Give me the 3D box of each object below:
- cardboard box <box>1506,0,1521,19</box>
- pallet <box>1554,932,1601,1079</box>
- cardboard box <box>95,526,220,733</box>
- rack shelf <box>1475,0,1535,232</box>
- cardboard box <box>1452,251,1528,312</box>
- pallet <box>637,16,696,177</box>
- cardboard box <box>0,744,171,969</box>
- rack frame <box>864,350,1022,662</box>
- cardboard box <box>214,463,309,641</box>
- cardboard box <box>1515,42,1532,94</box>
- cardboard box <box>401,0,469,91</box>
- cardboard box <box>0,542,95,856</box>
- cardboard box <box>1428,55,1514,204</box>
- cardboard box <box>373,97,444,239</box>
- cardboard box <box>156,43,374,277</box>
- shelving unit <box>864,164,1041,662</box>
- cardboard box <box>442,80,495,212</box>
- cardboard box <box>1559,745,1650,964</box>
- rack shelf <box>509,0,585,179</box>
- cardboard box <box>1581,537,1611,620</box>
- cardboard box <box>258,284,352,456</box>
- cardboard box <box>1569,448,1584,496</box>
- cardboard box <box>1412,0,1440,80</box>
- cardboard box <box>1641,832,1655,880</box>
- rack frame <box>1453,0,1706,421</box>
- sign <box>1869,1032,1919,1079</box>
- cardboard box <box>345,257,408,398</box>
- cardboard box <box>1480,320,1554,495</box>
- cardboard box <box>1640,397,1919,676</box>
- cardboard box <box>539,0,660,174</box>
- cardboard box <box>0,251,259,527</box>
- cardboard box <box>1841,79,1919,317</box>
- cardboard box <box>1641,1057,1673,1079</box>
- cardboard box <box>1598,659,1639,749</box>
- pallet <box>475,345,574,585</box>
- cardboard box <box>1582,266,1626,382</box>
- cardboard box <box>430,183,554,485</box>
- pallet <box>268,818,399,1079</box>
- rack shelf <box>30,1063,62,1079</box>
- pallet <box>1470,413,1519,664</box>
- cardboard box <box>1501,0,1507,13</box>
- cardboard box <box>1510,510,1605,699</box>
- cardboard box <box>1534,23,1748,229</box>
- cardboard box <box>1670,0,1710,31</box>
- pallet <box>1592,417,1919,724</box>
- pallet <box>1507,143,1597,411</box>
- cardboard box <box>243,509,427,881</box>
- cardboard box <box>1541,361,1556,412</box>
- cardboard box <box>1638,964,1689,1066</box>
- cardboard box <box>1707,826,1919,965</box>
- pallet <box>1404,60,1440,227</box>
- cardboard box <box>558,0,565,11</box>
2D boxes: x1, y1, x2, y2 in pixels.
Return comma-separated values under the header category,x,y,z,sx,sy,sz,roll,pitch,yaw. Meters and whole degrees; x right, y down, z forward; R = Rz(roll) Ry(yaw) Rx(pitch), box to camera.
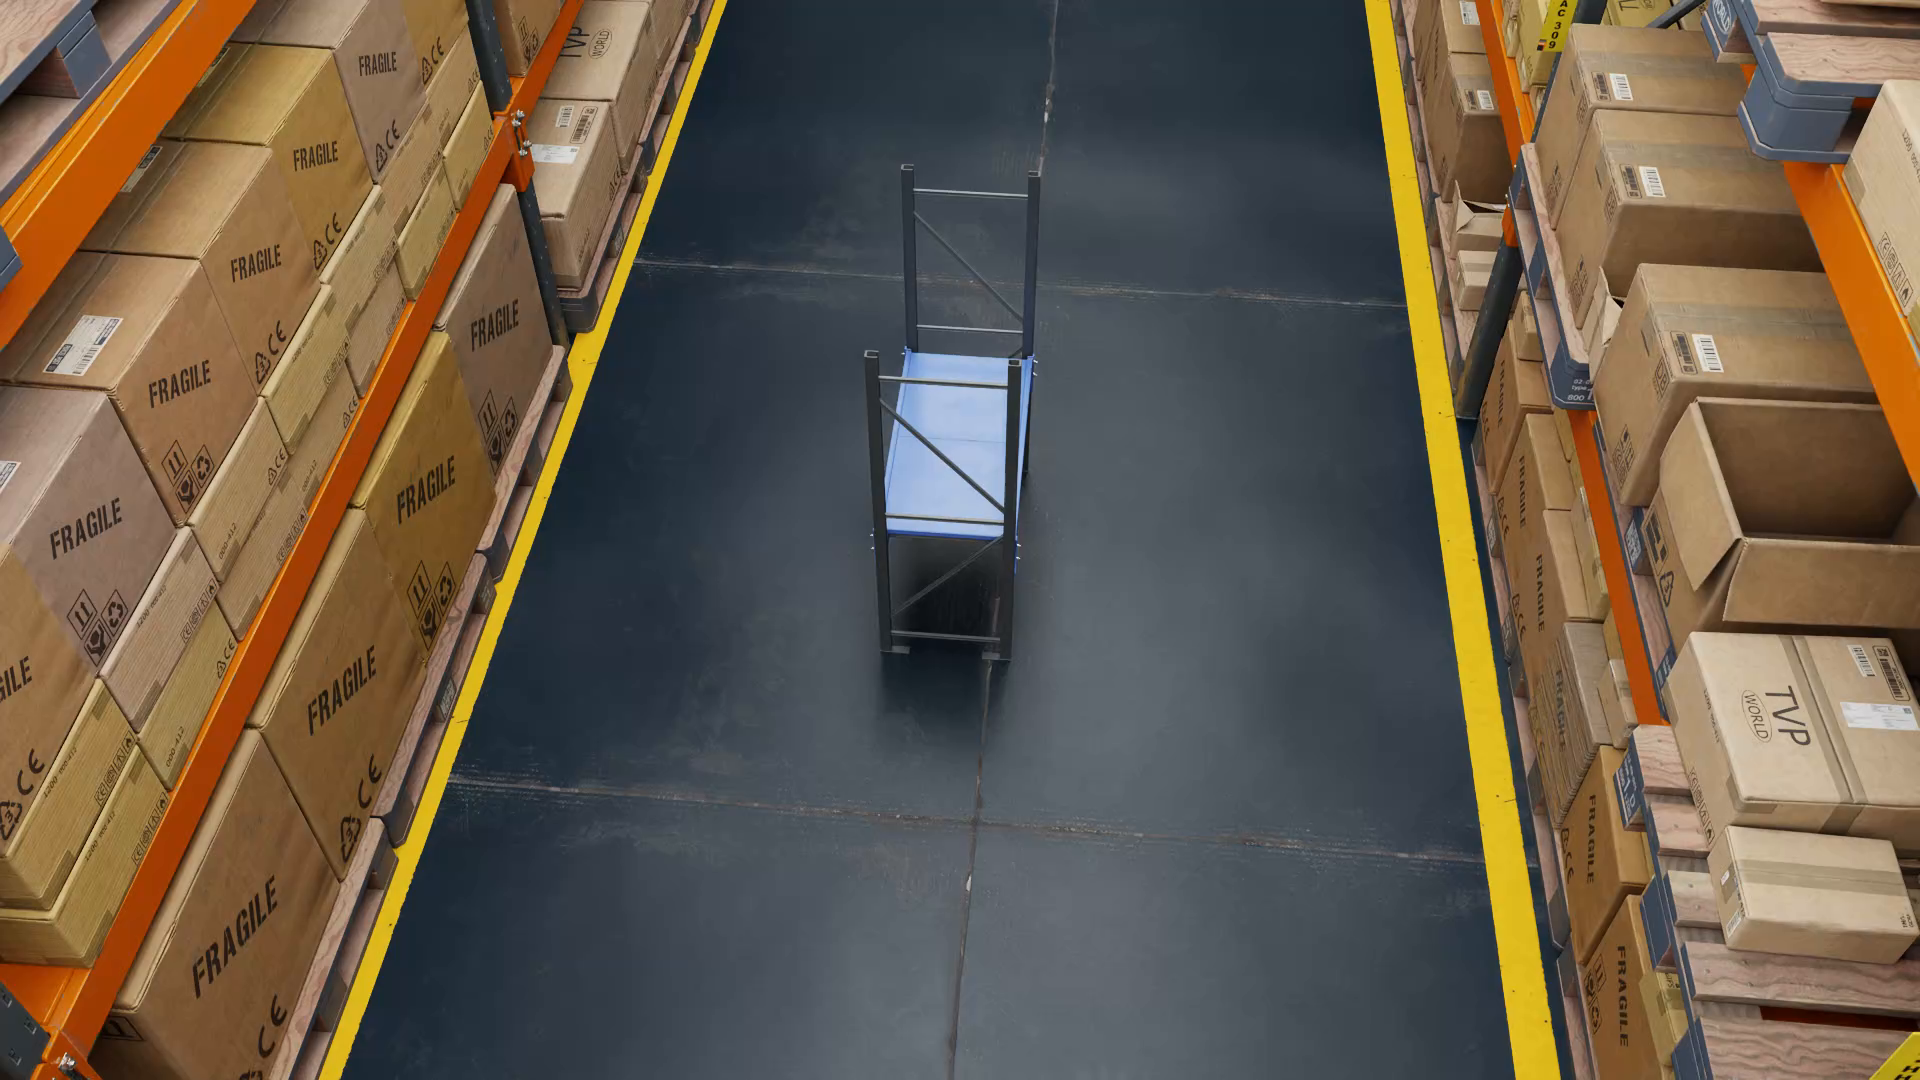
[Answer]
category,x,y,z,sx,sy,sz,roll,pitch,yaw
cardboard box,2.501,-2.358,6.800,0.500,0.250,0.500,4,48,4
pallet,2.408,1.786,4.999,1.003,0.211,1.213,4,48,4
cardboard box,-2.301,0.206,4.317,0.500,0.250,0.500,5,48,4
rack shelf,2.849,-2.775,7.769,1.077,0.370,4.000,4,48,4
cardboard box,2.425,-1.157,7.449,0.380,0.149,0.250,3,48,2
pallet,-2.021,-2.391,8.820,1.003,0.211,1.213,4,48,4
cardboard box,-2.346,0.768,4.143,0.500,0.250,0.500,3,48,3
rack frame,-0.054,-0.070,5.824,0.500,1.500,0.032,4,48,4
cardboard box,-2.263,0.004,4.841,0.500,0.250,0.500,5,48,5
cardboard box,2.446,-1.908,6.658,0.380,0.149,0.250,5,48,5
cardboard box,-2.067,-1.906,5.741,0.500,0.500,0.500,5,48,5
cardboard box,-2.353,0.343,3.684,0.500,0.500,0.500,2,48,2
cardboard box,2.670,-1.954,7.940,0.700,0.500,0.500,2,48,2
cardboard box,-2.113,-1.290,5.685,0.500,0.250,0.500,5,48,4
cardboard box,-2.173,-1.154,5.053,0.500,0.500,0.500,5,48,5
shelving unit,-0.008,-0.443,6.165,0.538,1.500,1.048,4,48,4
cardboard box,-2.066,-1.482,6.201,0.500,0.250,0.500,3,48,3
cardboard box,2.228,1.016,5.223,0.500,0.500,0.500,6,48,5
rack shelf,-2.094,-3.106,8.072,1.077,0.370,4.000,4,48,4
cardboard box,2.313,0.144,5.581,0.380,0.149,0.250,5,48,5
cardboard box,-2.184,-0.531,4.992,0.500,0.250,0.500,5,48,4
cardboard box,2.397,-0.219,5.914,0.380,0.149,0.250,3,48,3
cardboard box,2.765,-2.717,8.638,0.700,0.500,0.500,6,48,5
cardboard box,2.226,0.910,4.881,0.380,0.149,0.250,5,48,5
rack frame,2.667,-1.548,6.159,1.000,3.000,0.127,4,48,4
sign,1.761,0.997,3.100,0.100,0.325,0.005,4,48,4
cardboard box,-2.179,-0.739,5.520,0.500,0.250,0.500,3,48,2
cardboard box,2.399,-0.506,6.616,0.500,0.500,0.500,6,48,5
cardboard box,2.267,0.002,4.386,0.797,0.503,0.637,3,48,3
cardboard box,-2.032,-2.269,8.270,0.875,0.438,0.875,3,48,2
cardboard box,-2.255,-0.402,4.365,0.500,0.500,0.500,5,48,5
cardboard box,2.198,-0.701,3.454,0.500,0.250,0.500,4,48,4
cardboard box,2.127,1.768,4.536,0.500,0.500,0.500,5,48,5
cardboard box,2.244,0.521,5.236,0.380,0.149,0.250,2,48,2
pallet,-2.272,-0.366,6.968,1.003,0.211,1.213,4,48,4
cardboard box,2.158,-0.650,5.144,0.396,0.266,0.258,6,48,5
cardboard box,-2.253,-0.843,6.670,0.875,0.875,0.875,5,48,5
pallet,-2.494,1.427,5.328,1.003,0.211,1.213,4,48,4
rack shelf,-2.823,2.772,2.695,1.077,0.370,4.000,4,48,4
pallet,2.630,-0.007,6.639,1.003,0.211,1.213,4,48,4
cardboard box,2.497,-2.291,7.009,0.380,0.149,0.250,5,48,5
cardboard box,2.310,0.252,5.922,0.500,0.500,0.500,3,48,2
cardboard box,2.400,-1.383,5.656,0.700,0.500,0.500,5,48,5
cardboard box,2.981,-1.944,6.421,0.500,0.250,0.500,3,48,3
pallet,2.475,0.026,4.849,1.003,0.211,1.213,4,48,4
pallet,2.485,-0.904,5.700,1.003,0.211,1.213,4,48,4
cardboard box,-2.410,0.478,5.461,0.875,0.875,0.875,4,48,4
cardboard box,2.421,-0.611,6.272,0.380,0.149,0.250,3,48,2
cardboard box,2.089,1.291,4.532,0.380,0.149,0.250,2,48,2
cardboard box,1.980,0.825,3.874,0.380,0.149,0.250,5,48,4
pallet,2.839,-2.011,8.472,1.003,0.211,1.213,4,48,4
cardboard box,-1.923,-2.610,7.063,0.500,0.500,0.500,4,48,4
